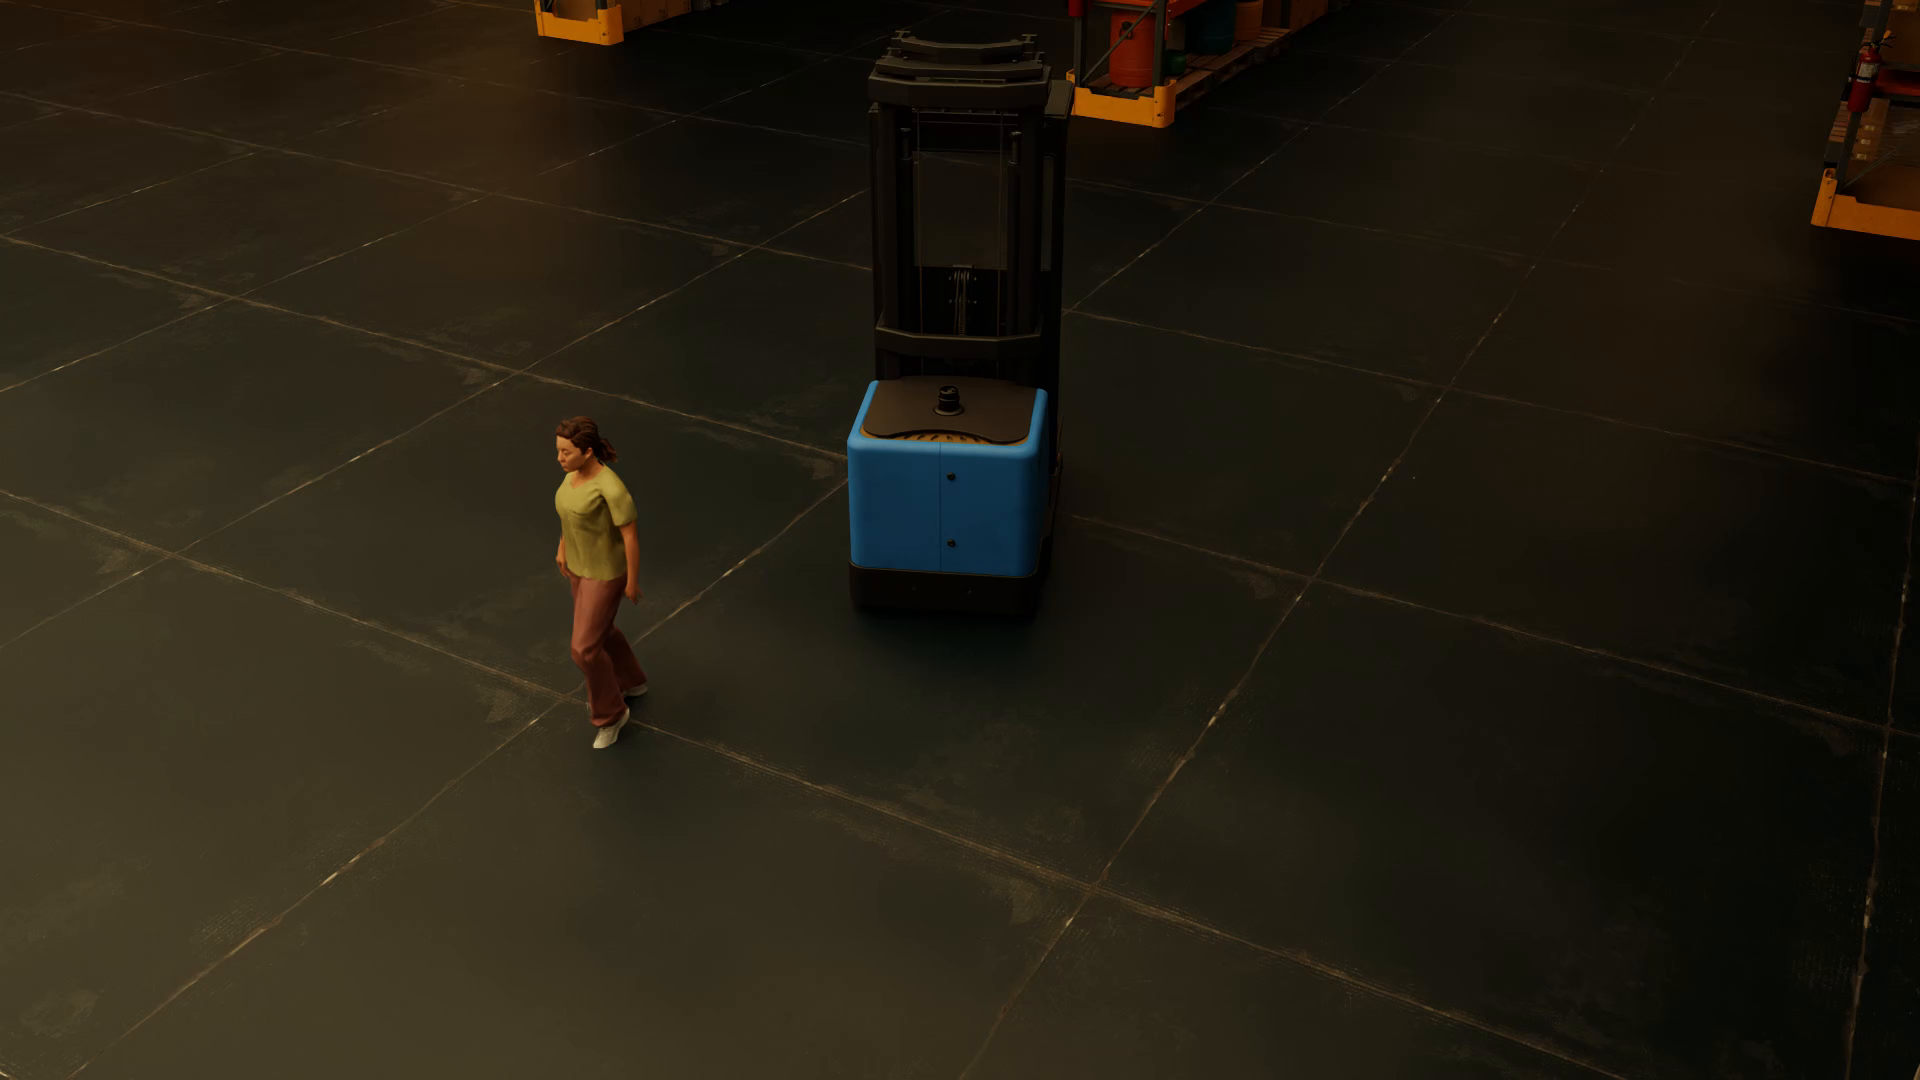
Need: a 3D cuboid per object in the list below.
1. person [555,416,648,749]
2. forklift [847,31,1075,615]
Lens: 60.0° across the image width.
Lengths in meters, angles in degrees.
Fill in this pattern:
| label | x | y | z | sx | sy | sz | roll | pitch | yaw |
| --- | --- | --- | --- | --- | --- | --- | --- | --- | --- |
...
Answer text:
| label | x | y | z | sx | sy | sz | roll | pitch | yaw |
| --- | --- | --- | --- | --- | --- | --- | --- | --- | --- |
| person | -1.786 | 0.183 | 8.094 | 0.497 | 1.710 | 0.564 | -24 | 38 | -35 |
| forklift | 0.072 | -1.572 | 9.794 | 1.130 | 2.935 | 3.031 | 3 | 30 | 6 |
